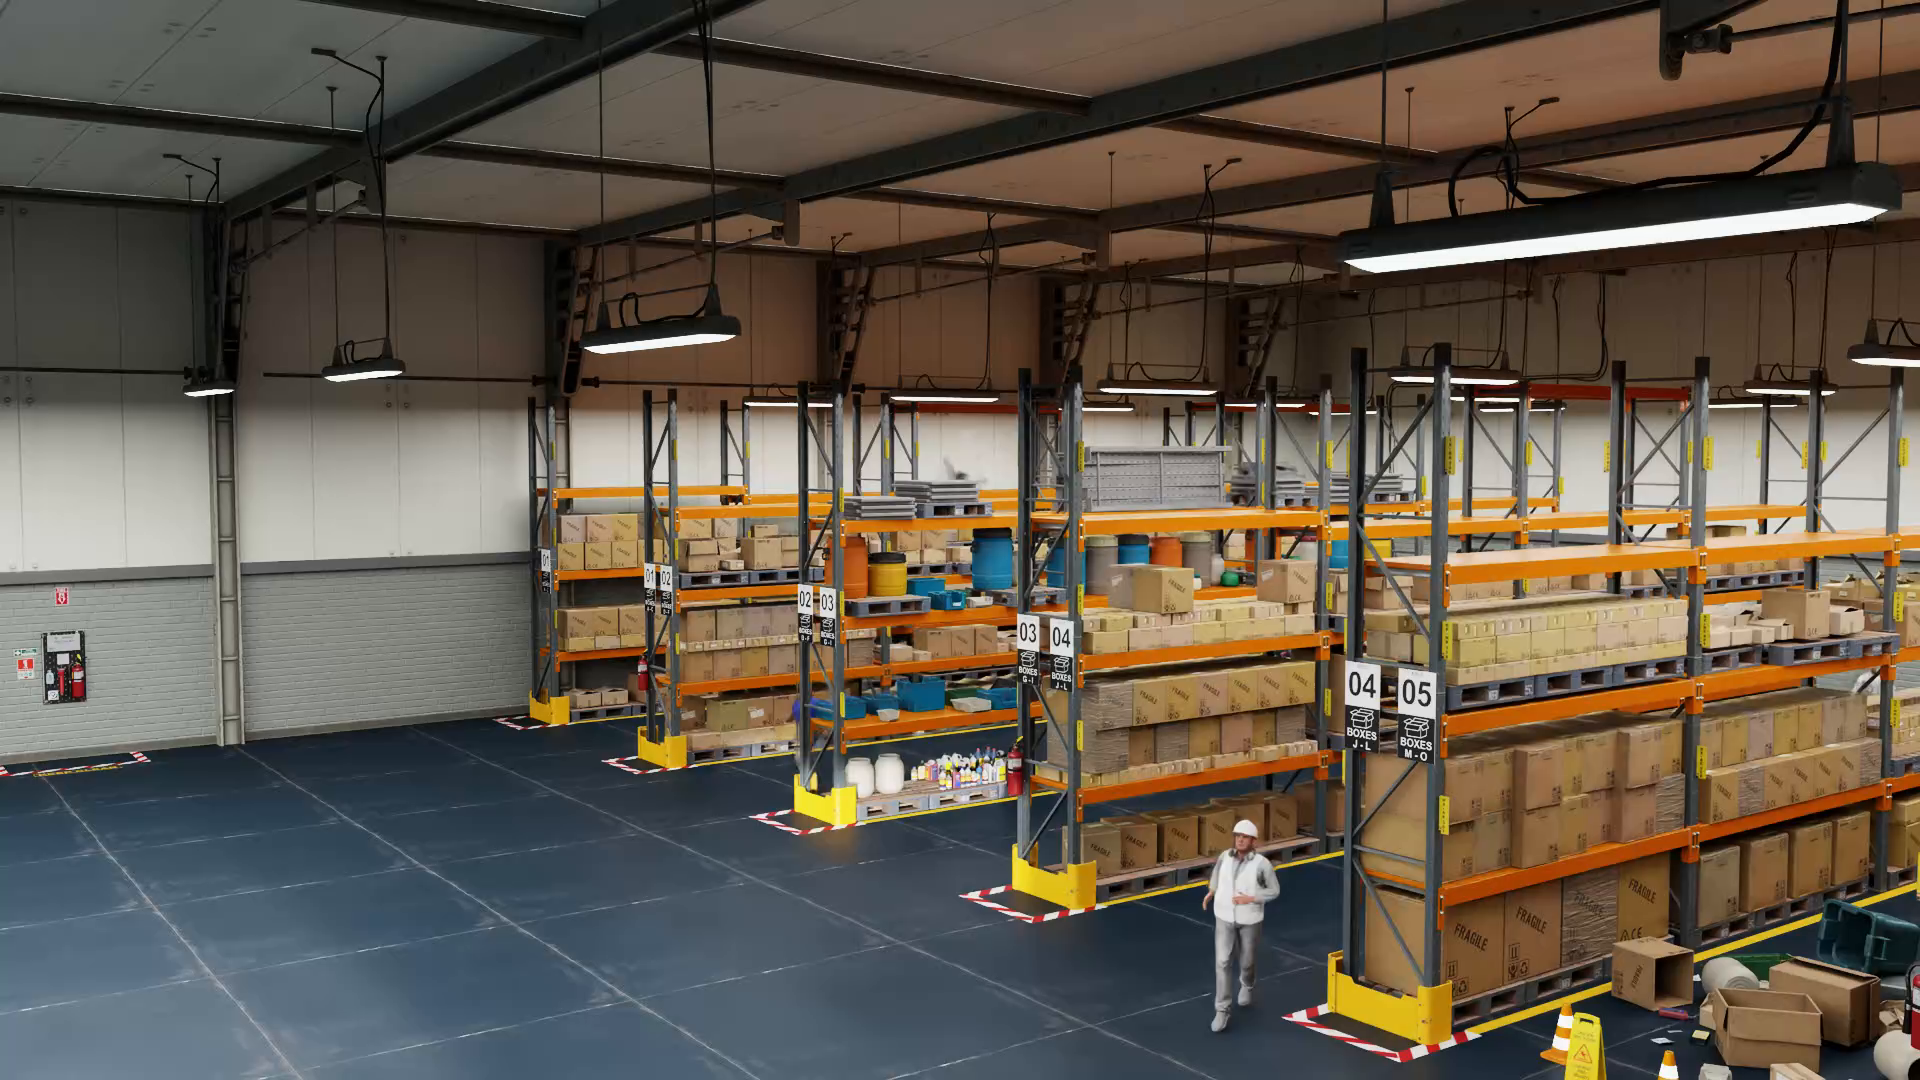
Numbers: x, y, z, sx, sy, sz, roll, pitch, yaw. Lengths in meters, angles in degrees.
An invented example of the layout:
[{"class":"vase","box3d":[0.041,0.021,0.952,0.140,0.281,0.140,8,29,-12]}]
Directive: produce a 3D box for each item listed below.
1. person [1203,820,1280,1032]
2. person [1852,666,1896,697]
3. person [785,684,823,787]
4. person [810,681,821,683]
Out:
[{"class":"person","box3d":[2.510,3.393,14.850,0.692,1.780,0.909,1,4,20]},{"class":"person","box3d":[15.095,2.724,27.441,0.677,1.643,0.643,1,3,14]},{"class":"person","box3d":[-2.275,2.912,24.394,0.683,1.683,0.585,-3,5,-43]},{"class":"person","box3d":[-2.637,2.491,30.524,0.708,1.742,0.659,-3,4,-39]}]
